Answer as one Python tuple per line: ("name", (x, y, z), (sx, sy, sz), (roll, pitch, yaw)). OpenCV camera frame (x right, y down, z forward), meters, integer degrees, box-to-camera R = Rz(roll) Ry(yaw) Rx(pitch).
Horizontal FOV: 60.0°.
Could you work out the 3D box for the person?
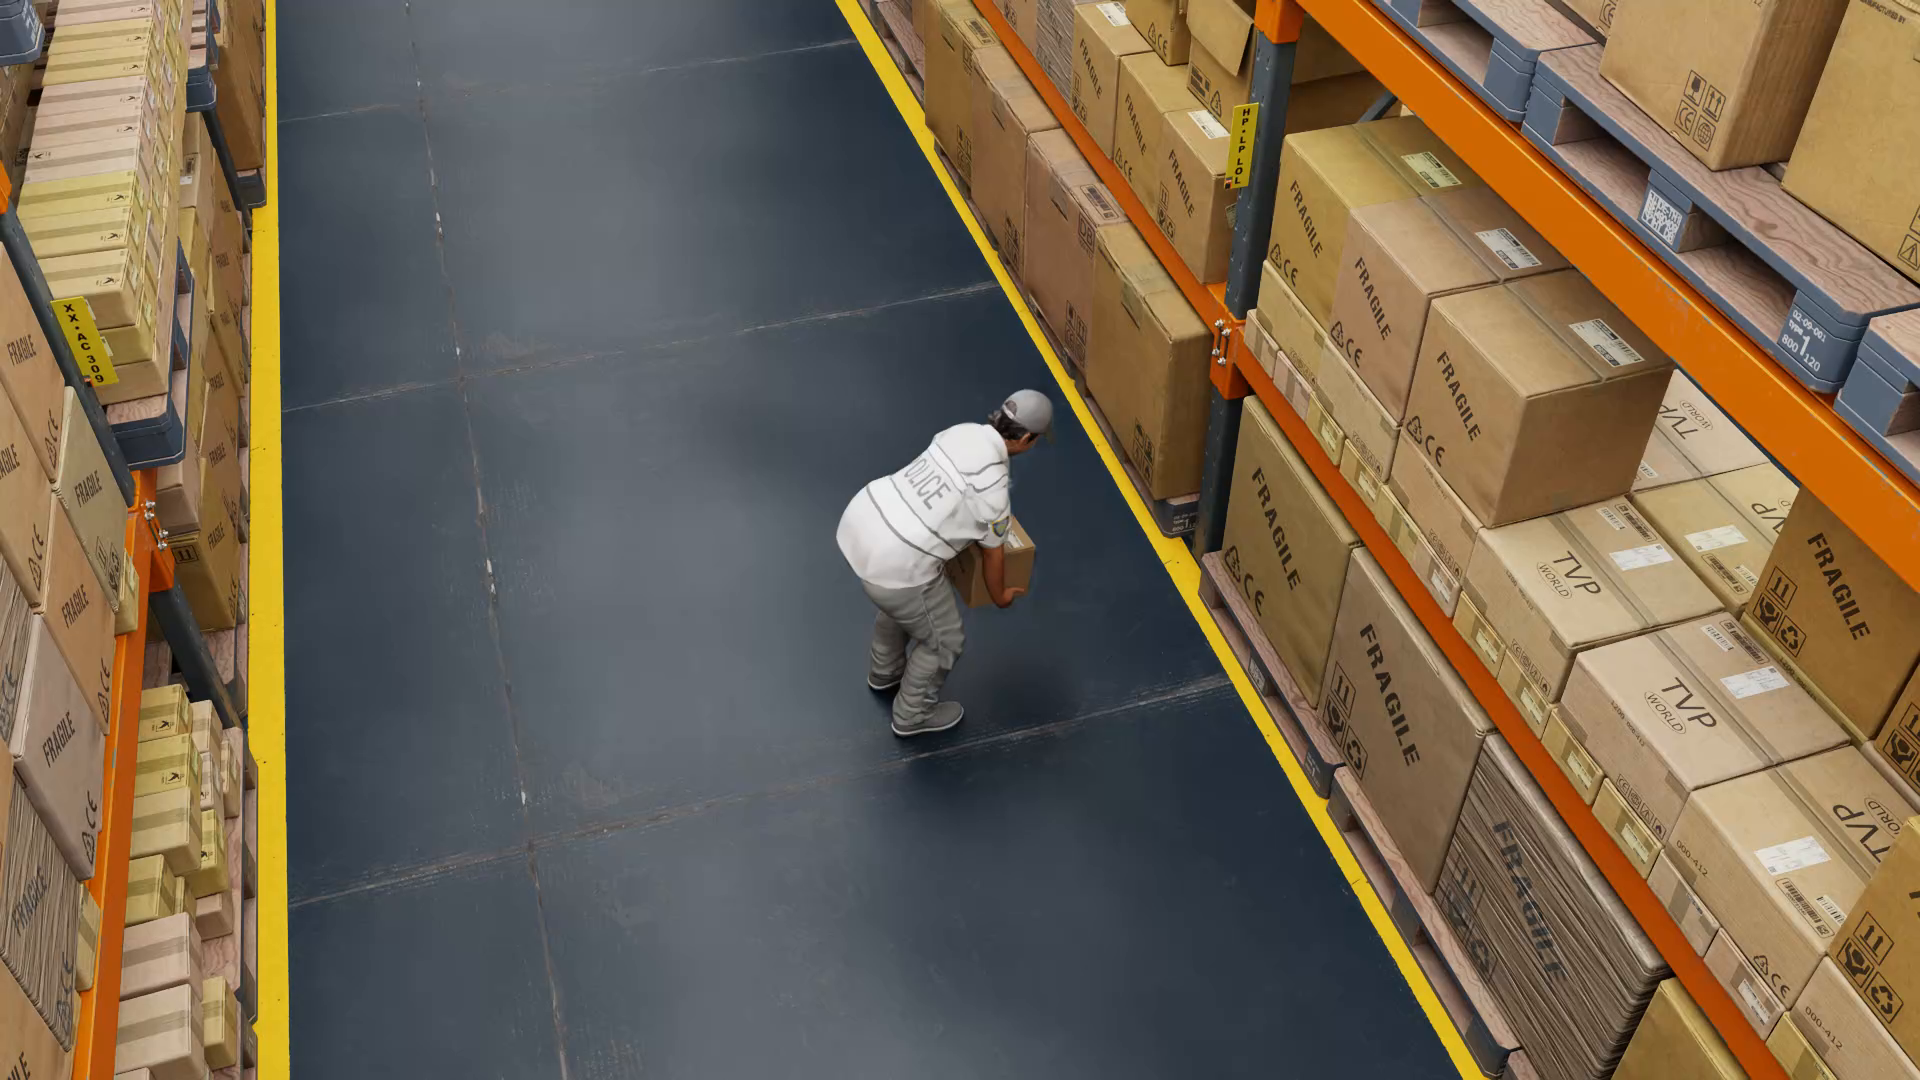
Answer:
("person", (-0.030, 0.082, 6.279), (0.848, 1.390, 0.457), (-18, 45, -18))
